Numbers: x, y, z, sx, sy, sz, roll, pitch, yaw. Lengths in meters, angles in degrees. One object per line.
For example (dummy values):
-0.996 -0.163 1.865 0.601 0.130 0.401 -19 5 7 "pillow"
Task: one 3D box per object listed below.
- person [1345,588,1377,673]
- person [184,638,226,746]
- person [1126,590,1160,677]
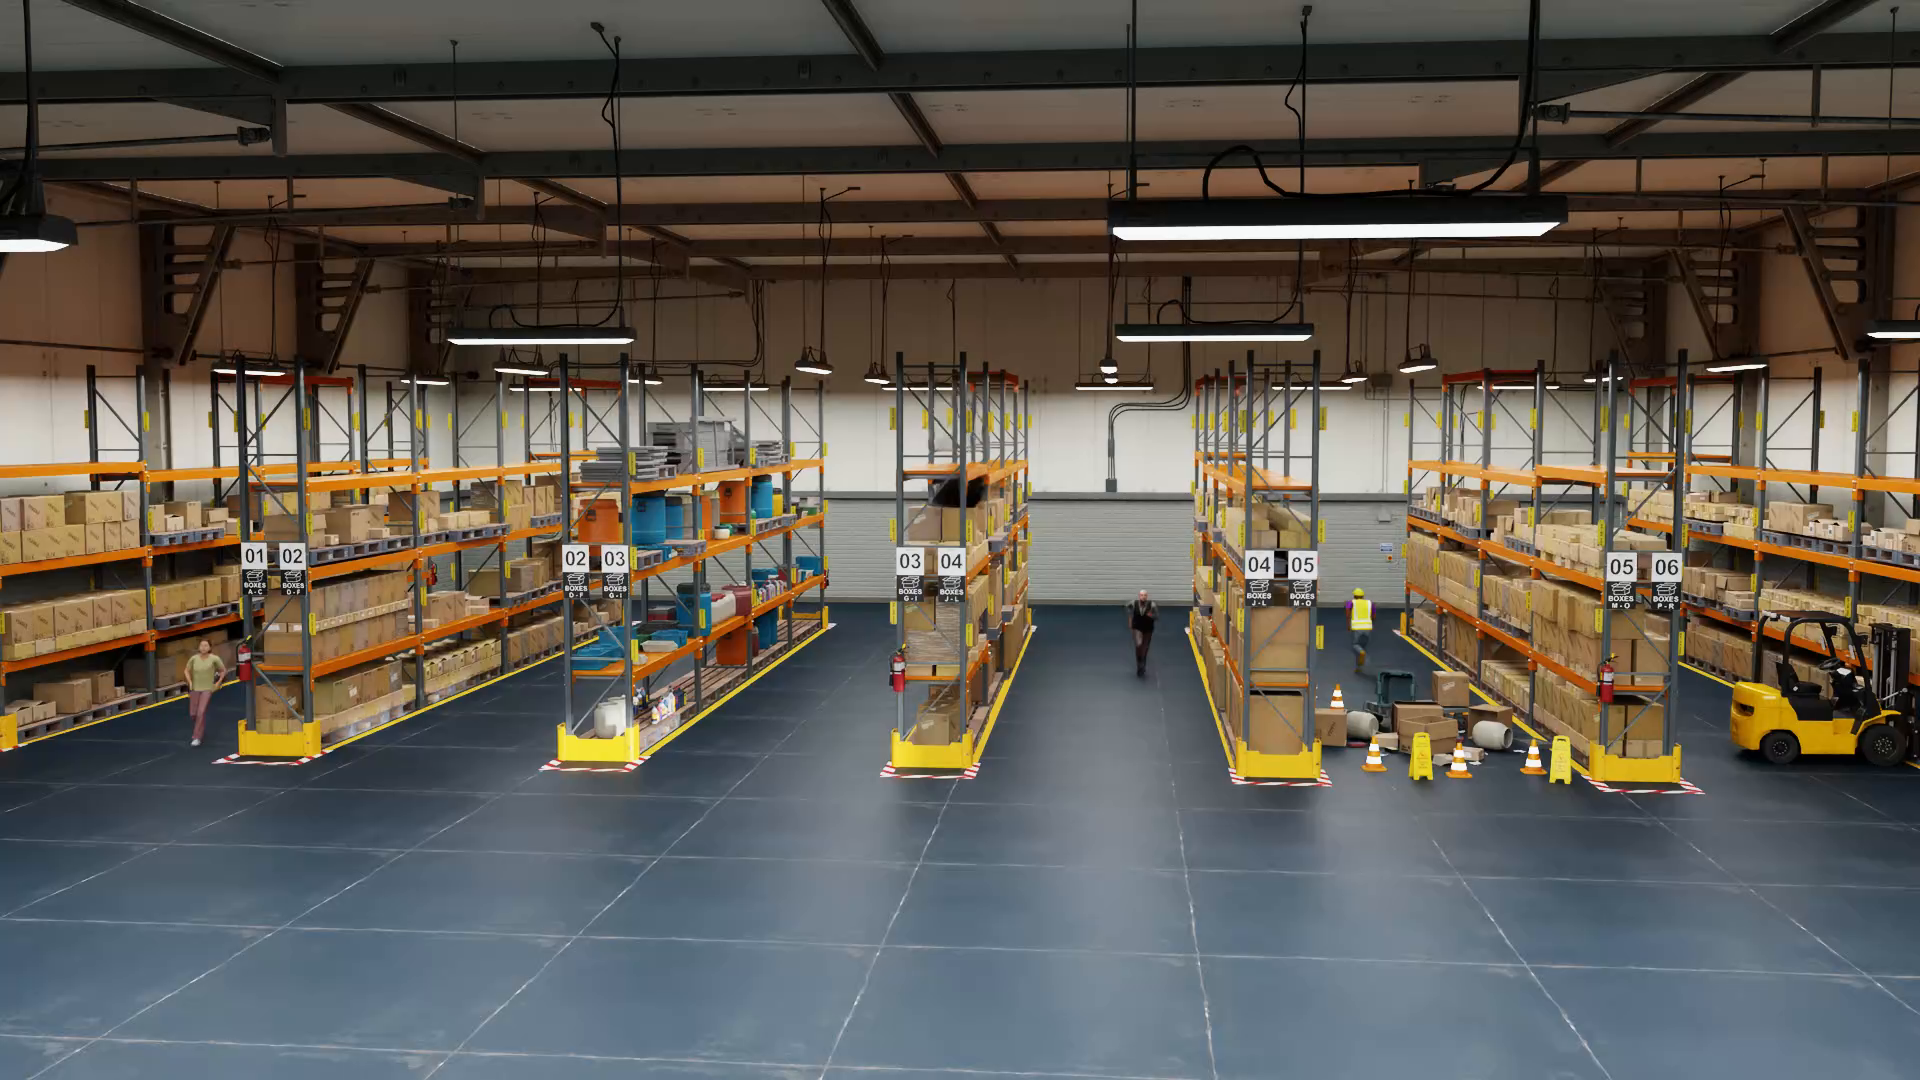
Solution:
7.999 1.814 33.223 0.689 1.685 0.739 0 4 -1 "person"
-11.807 2.349 26.023 0.608 1.652 0.706 -1 4 -12 "person"
3.614 1.827 32.909 0.651 1.721 0.945 0 4 -1 "person"
